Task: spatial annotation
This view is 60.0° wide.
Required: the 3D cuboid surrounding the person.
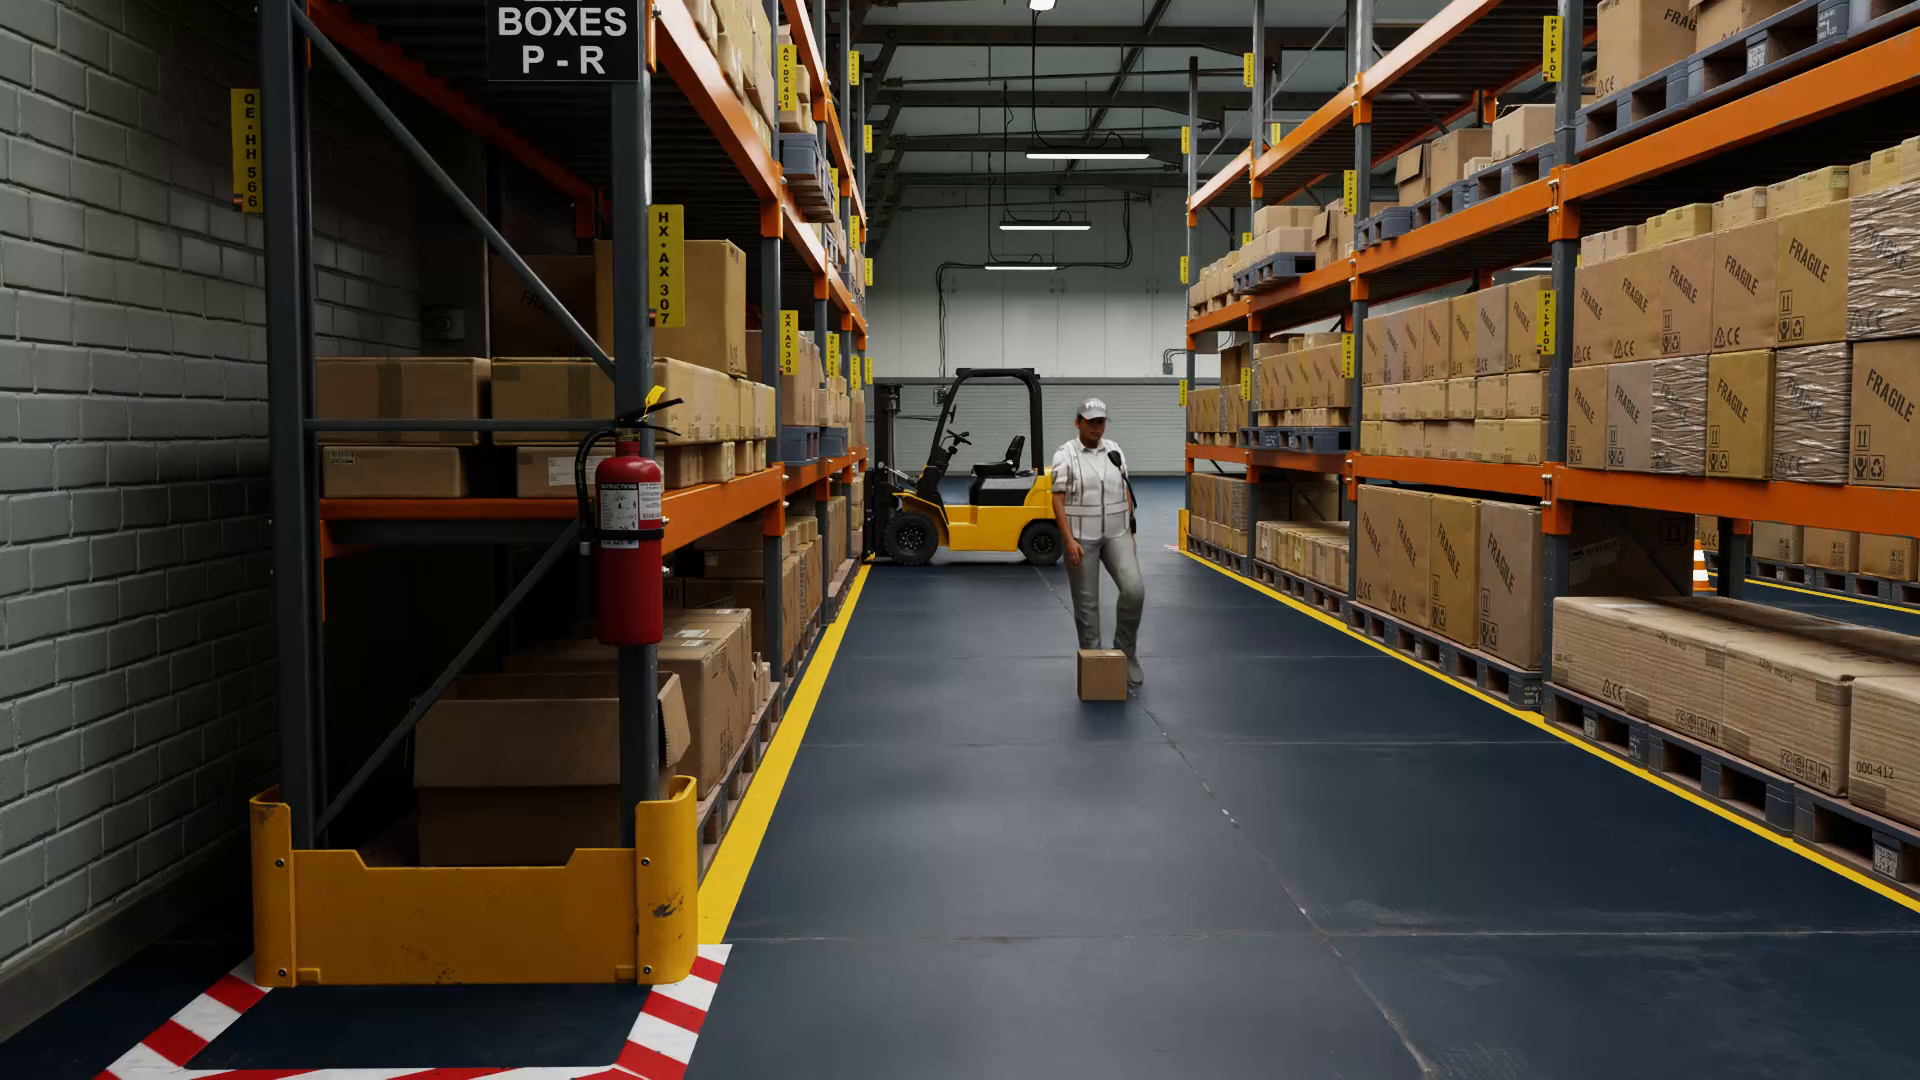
[{"bbox_3d":[0.799,0.017,9.644,0.544,1.676,0.489,-1,4,-9],"label":"person"}]
